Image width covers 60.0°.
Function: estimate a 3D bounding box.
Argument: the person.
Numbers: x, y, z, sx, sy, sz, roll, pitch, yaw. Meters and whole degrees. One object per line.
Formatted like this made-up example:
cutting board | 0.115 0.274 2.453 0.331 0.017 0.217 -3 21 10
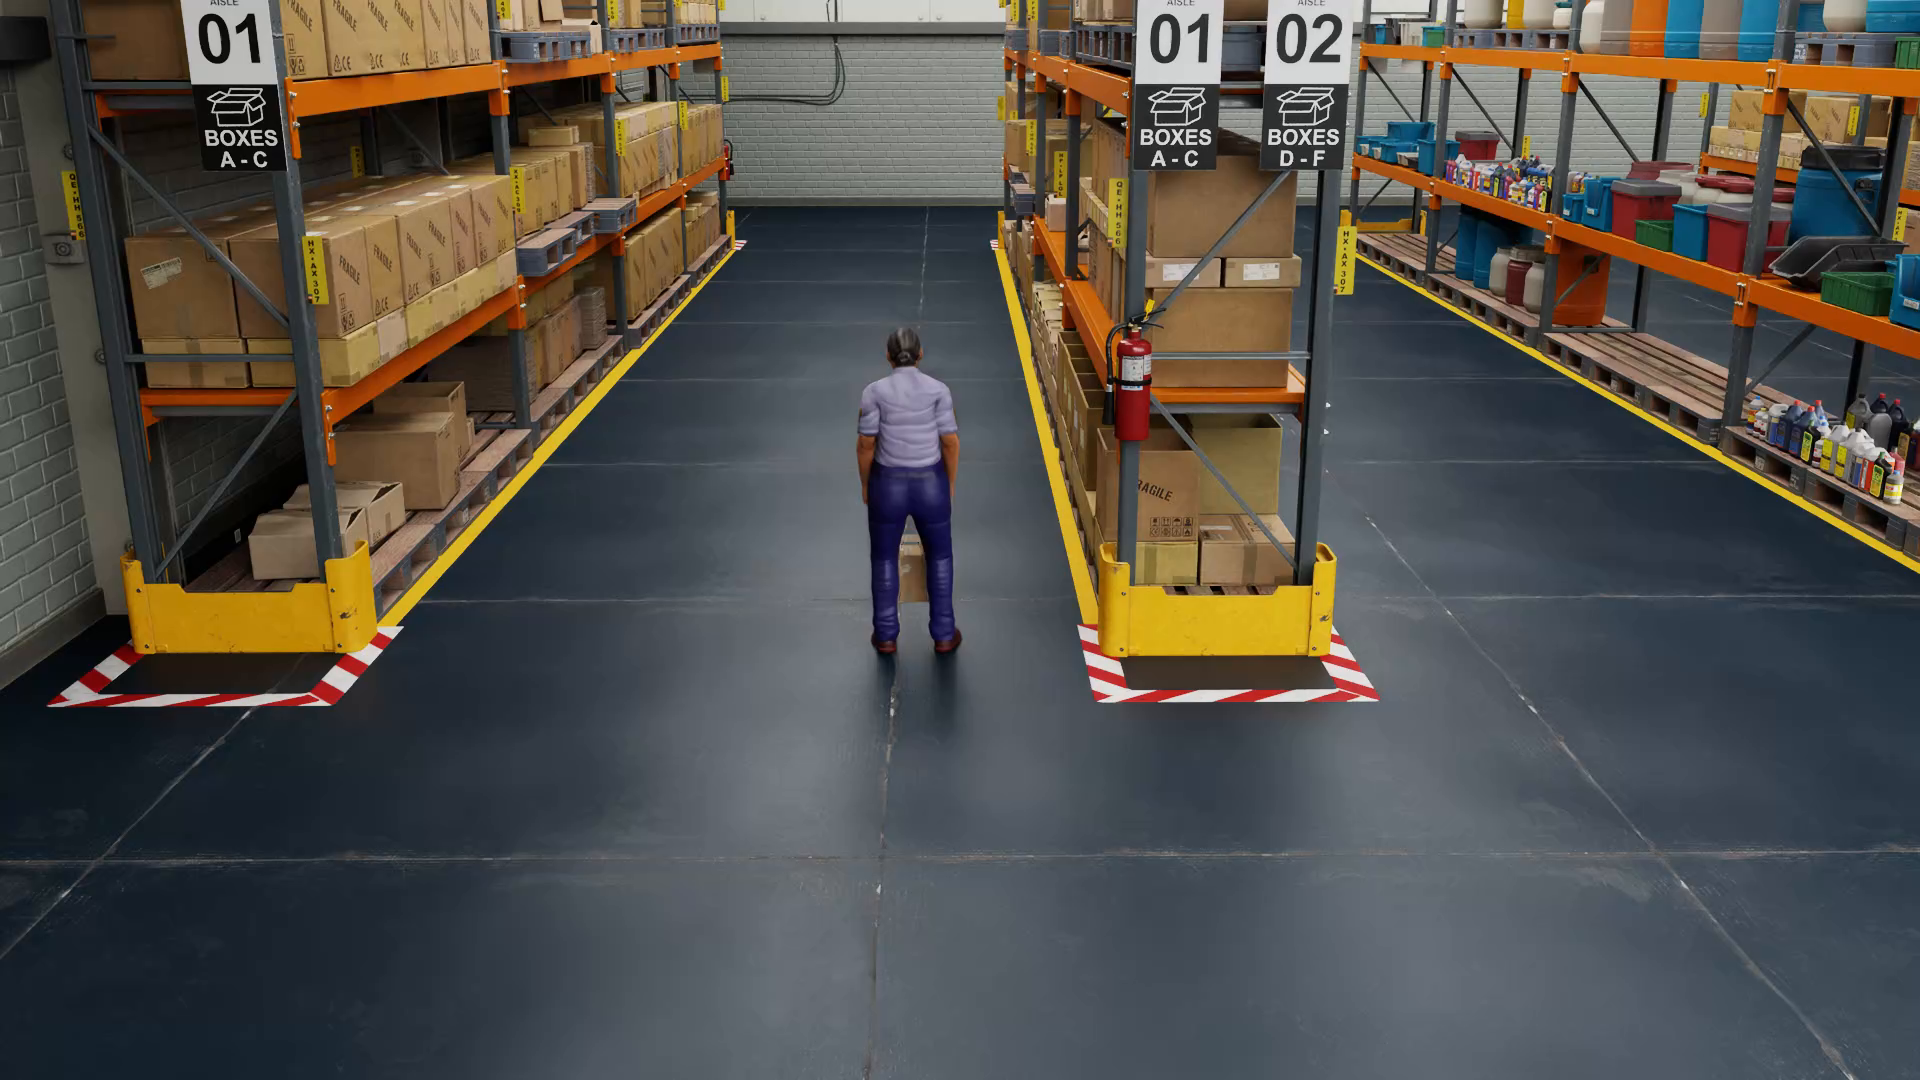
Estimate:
person | -0.249 -0.237 8.320 0.532 1.654 0.372 -1 17 -2
